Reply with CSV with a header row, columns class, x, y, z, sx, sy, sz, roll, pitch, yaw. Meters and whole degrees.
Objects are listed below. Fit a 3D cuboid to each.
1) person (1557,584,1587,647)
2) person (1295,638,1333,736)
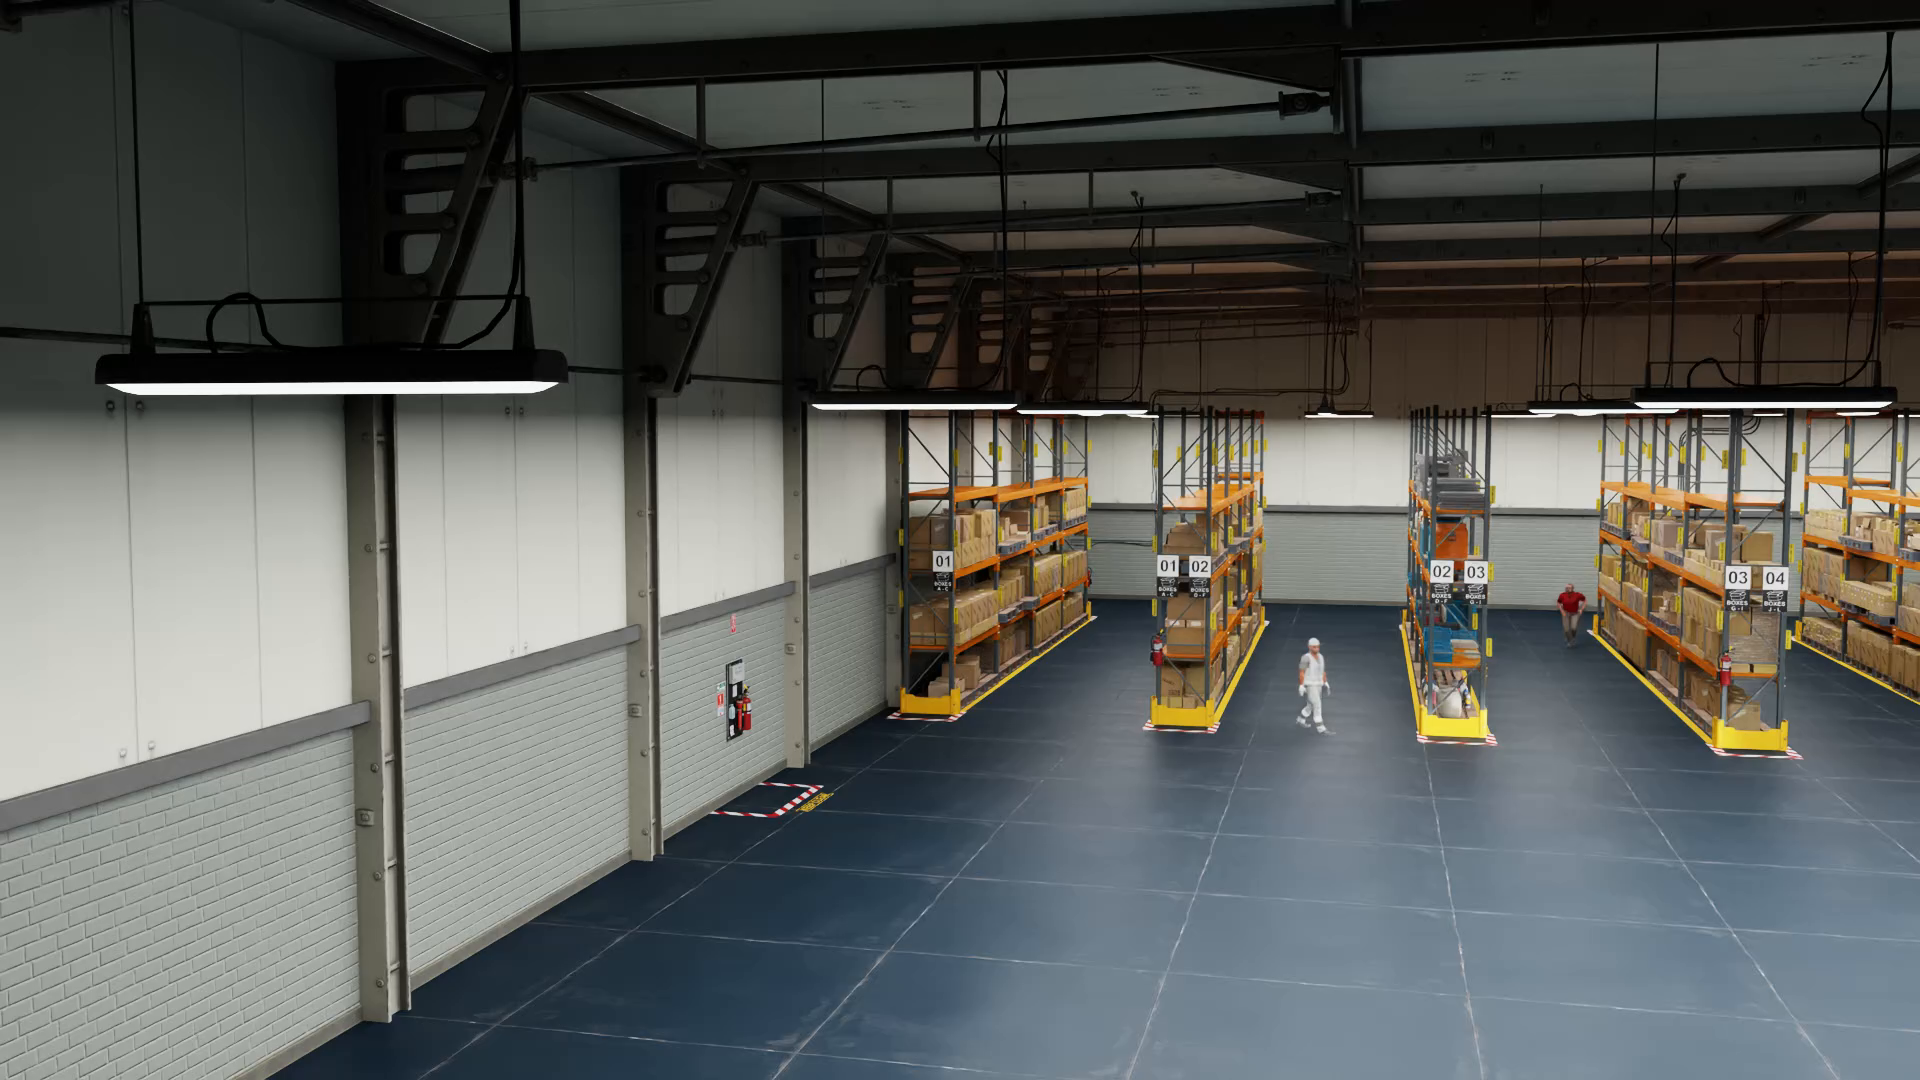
class,x,y,z,sx,sy,sz,roll,pitch,yaw
person,15.453,1.899,41.999,0.712,1.635,0.716,2,5,25
person,6.489,2.664,30.388,0.548,1.754,1.010,-3,5,-36
